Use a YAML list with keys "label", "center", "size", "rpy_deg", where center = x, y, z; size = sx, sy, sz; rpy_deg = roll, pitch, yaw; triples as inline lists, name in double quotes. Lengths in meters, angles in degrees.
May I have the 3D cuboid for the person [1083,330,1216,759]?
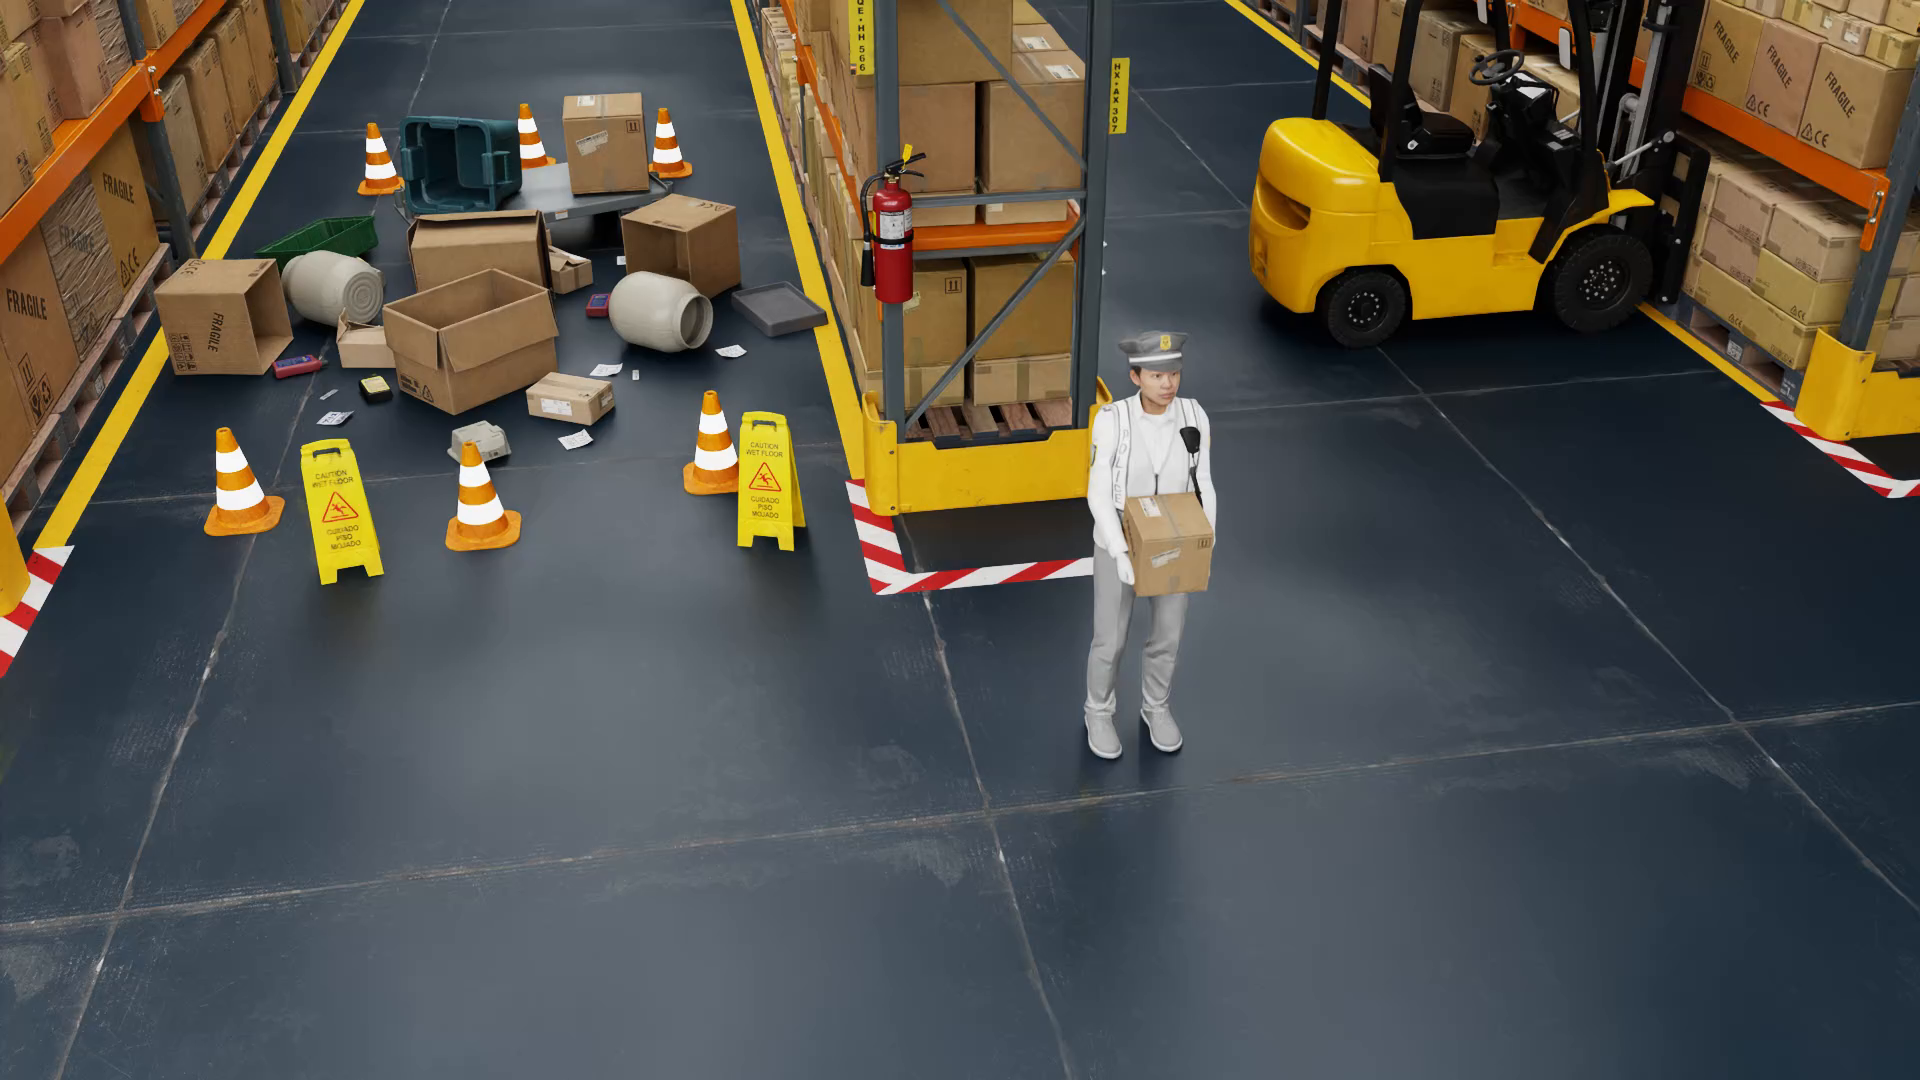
- label: "person"
  center: [0.684, 0.058, 6.017]
  size: [0.460, 1.680, 0.564]
  rpy_deg: [-5, 31, -8]
